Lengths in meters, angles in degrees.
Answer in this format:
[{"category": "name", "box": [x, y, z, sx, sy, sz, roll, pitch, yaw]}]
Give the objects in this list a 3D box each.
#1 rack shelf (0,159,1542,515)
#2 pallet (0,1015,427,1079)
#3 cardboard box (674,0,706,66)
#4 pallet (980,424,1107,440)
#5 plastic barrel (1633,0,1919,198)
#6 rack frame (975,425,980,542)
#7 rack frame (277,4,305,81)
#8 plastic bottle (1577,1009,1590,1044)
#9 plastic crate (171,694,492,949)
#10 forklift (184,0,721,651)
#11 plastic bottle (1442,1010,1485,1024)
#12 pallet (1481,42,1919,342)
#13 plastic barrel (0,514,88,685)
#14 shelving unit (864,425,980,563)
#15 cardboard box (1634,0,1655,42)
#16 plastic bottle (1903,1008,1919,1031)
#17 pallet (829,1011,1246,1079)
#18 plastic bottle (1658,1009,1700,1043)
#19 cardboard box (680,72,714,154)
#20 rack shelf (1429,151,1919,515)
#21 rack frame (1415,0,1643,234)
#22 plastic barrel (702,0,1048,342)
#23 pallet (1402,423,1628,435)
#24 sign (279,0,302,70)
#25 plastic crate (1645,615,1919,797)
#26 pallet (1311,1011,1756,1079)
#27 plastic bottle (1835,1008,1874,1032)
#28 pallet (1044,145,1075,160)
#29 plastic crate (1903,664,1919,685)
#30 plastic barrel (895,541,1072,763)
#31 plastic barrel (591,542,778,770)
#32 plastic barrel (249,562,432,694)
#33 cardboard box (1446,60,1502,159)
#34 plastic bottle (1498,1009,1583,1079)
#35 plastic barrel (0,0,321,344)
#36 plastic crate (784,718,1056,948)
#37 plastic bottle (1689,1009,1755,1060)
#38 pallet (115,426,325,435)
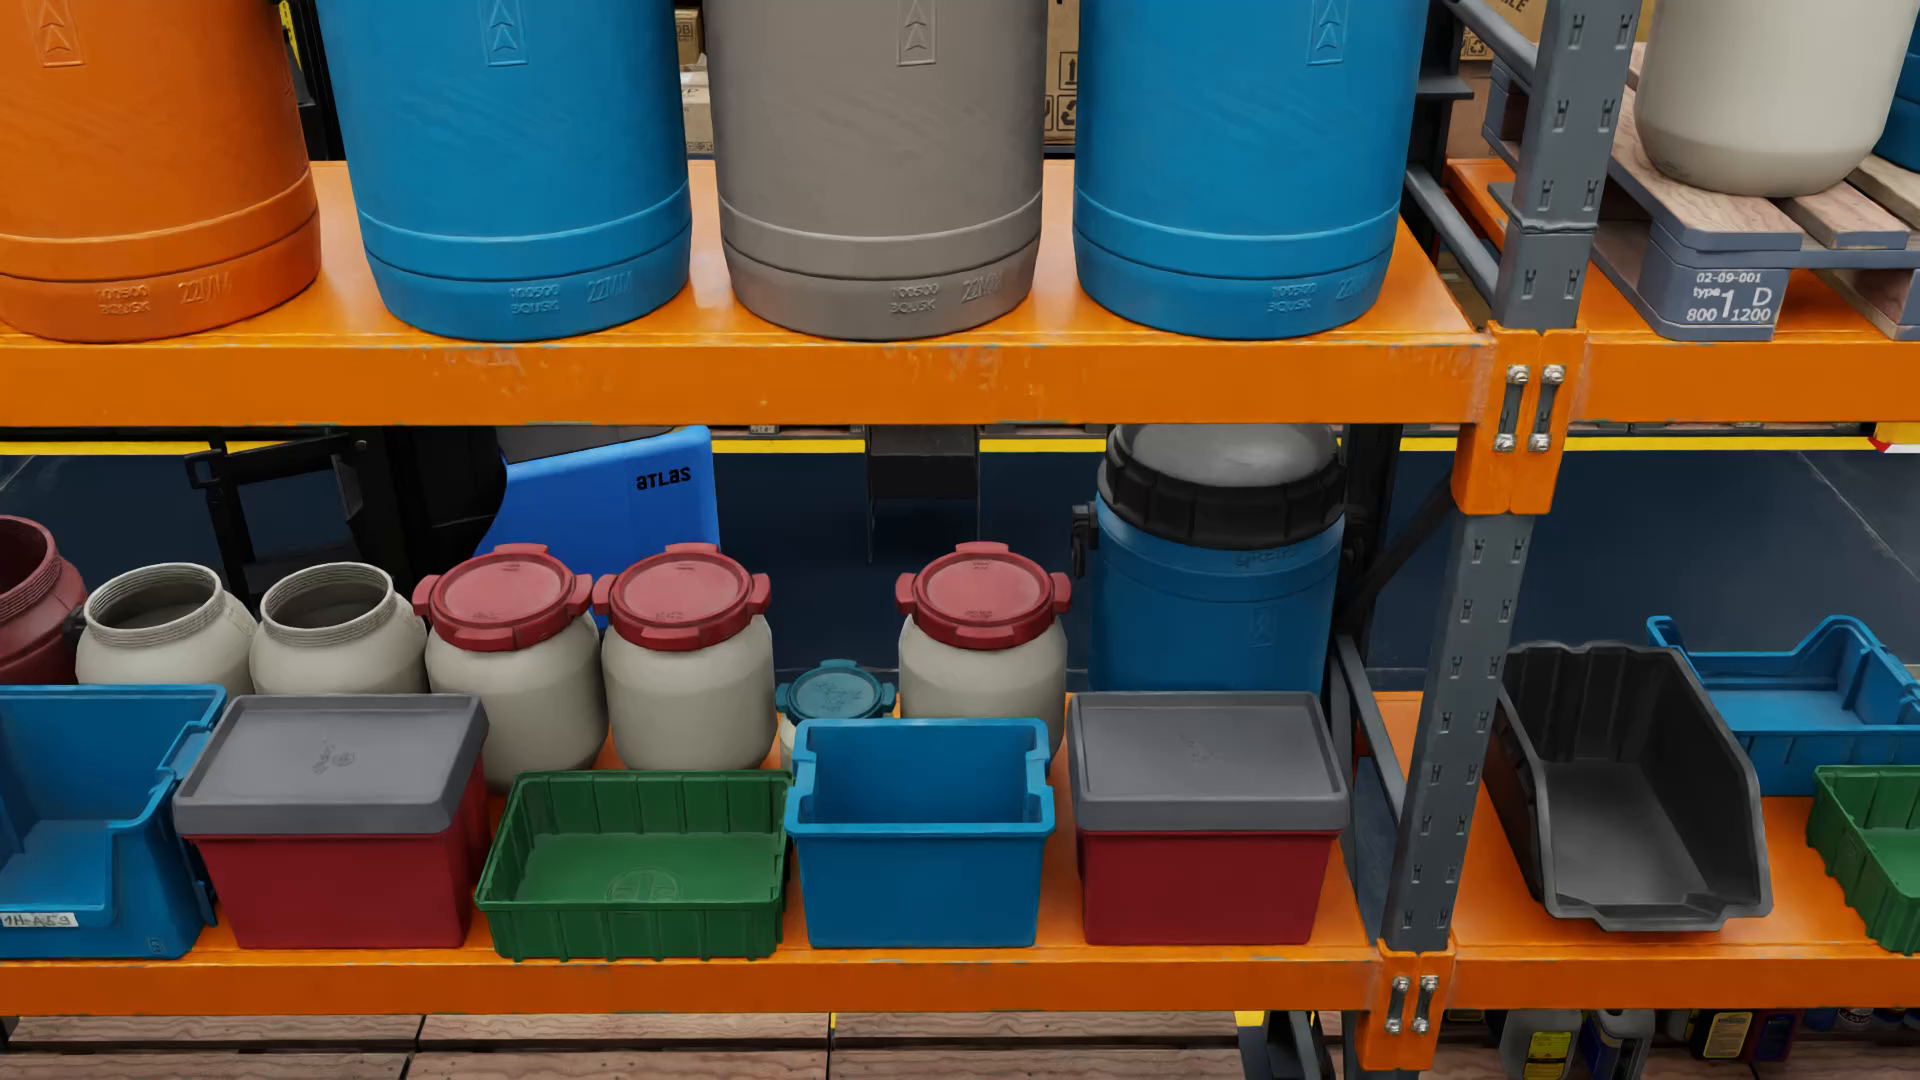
[{"category": "rack shelf", "box": [-0.985, -0.465, 3.426, 4.000, 0.370, 1.077, 0, 31, 0]}, {"category": "pallet", "box": [-2.210, 1.726, 4.701, 1.213, 0.211, 1.003, 0, 31, 0]}, {"category": "cardboard box", "box": [-2.334, -3.799, 12.883, 0.750, 0.750, 1.050, -1, 31, -1]}, {"category": "pallet", "box": [0.207, -0.870, 8.980, 1.213, 0.211, 1.003, 0, 31, 0]}, {"category": "plastic barrel", "box": [1.447, -0.905, 2.946, 0.421, 0.512, 0.421, 0, 31, 0]}, {"category": "rack frame", "box": [0.078, -0.898, 7.206, 0.015, 2.100, 0.400, 0, 31, 0]}, {"category": "rack frame", "box": [-3.015, -2.053, 8.241, 0.127, 3.000, 1.000, 0, 31, 0]}, {"category": "plastic bottle", "box": [1.849, 1.296, 4.851, 0.185, 0.351, 0.144, -2, 31, -3]}, {"category": "plastic crate", "box": [-1.367, 0.643, 3.737, 0.583, 0.464, 0.402, 0, 31, 0]}, {"category": "forklift", "box": [-2.514, -0.677, 6.040, 3.031, 2.935, 1.130, -13, 34, -20]}, {"category": "plastic bottle", "box": [1.494, 1.305, 4.902, 0.133, 0.283, 0.061, 1, 31, 2]}, {"category": "pallet", "box": [1.736, -0.751, 3.386, 1.003, 0.211, 1.213, 0, 31, 0]}, {"category": "plastic barrel", "box": [-2.522, 0.300, 4.233, 0.708, 0.536, 0.600, 0, 31, 0]}, {"category": "shelving unit", "box": [-0.166, -0.897, 7.205, 0.503, 2.100, 0.431, 0, 31, 0]}, {"category": "cardboard box", "box": [2.937, -2.543, 7.703, 0.500, 0.500, 0.500, 0, 31, 0]}, {"category": "plastic bottle", "box": [2.858, 1.315, 4.897, 0.097, 0.271, 0.097, 0, 31, 0]}, {"category": "pallet", "box": [0.230, 1.719, 4.714, 1.213, 0.211, 1.003, 0, 31, 0]}, {"category": "plastic bottle", "box": [2.172, 1.295, 4.853, 0.185, 0.351, 0.144, 0, 31, -1]}, {"category": "cardboard box", "box": [-1.337, -2.054, 7.983, 0.500, 0.250, 0.500, -1, 31, -2]}, {"category": "rack shelf", "box": [3.015, -0.477, 3.446, 4.000, 0.370, 1.077, 0, 31, 0]}, {"category": "rack frame", "box": [1.015, -2.061, 2.471, 0.127, 3.000, 1.000, 0, 31, 0]}, {"category": "plastic barrel", "box": [-0.146, -0.876, 2.928, 0.600, 0.901, 0.600, 0, 31, 0]}, {"category": "pallet", "box": [2.880, -0.899, 9.028, 1.213, 0.211, 1.003, 0, 31, 0]}, {"category": "sign", "box": [-3.008, -2.260, 7.466, 0.005, 0.325, 0.100, 0, 31, 0]}, {"category": "plastic crate", "box": [2.120, 0.423, 4.304, 0.616, 0.251, 0.499, 0, 31, 0]}, {"category": "pallet", "box": [1.687, 1.716, 4.719, 1.213, 0.211, 1.003, 0, 31, 0]}, {"category": "plastic bottle", "box": [2.658, 1.346, 4.914, 0.097, 0.201, 0.097, 0, 31, 0]}, {"category": "pallet", "box": [0.220, -2.056, 8.432, 1.213, 0.211, 1.003, 0, 31, 0]}, {"category": "plastic crate", "box": [2.637, 0.480, 4.321, 0.437, 0.136, 0.530, 0, 31, 0]}, {"category": "plastic barrel", "box": [0.057, 0.335, 4.175, 0.433, 0.535, 0.433, 0, 31, 0]}, {"category": "plastic barrel", "box": [-0.676, 0.337, 4.171, 0.433, 0.535, 0.433, 0, 31, 0]}, {"category": "plastic barrel", "box": [-1.536, 0.353, 4.168, 0.421, 0.512, 0.421, 0, 31, 0]}, {"category": "cardboard box", "box": [2.435, -2.241, 8.169, 0.500, 0.500, 0.875, 0, 31, 0]}, {"category": "plastic bottle", "box": [1.658, 1.372, 4.727, 0.185, 0.351, 0.144, 0, 31, 0]}, {"category": "plastic barrel", "box": [-1.508, -0.842, 2.939, 0.708, 0.830, 0.600, 0, 31, 0]}, {"category": "plastic crate", "box": [-0.086, 0.676, 3.760, 0.575, 0.384, 0.392, 0, 31, 0]}, {"category": "plastic bottle", "box": [2.199, 1.377, 4.783, 0.133, 0.283, 0.061, 0, 31, 0]}, {"category": "pallet", "box": [-3.803, -0.897, 9.025, 1.213, 0.211, 1.003, 0, 31, 0]}]
